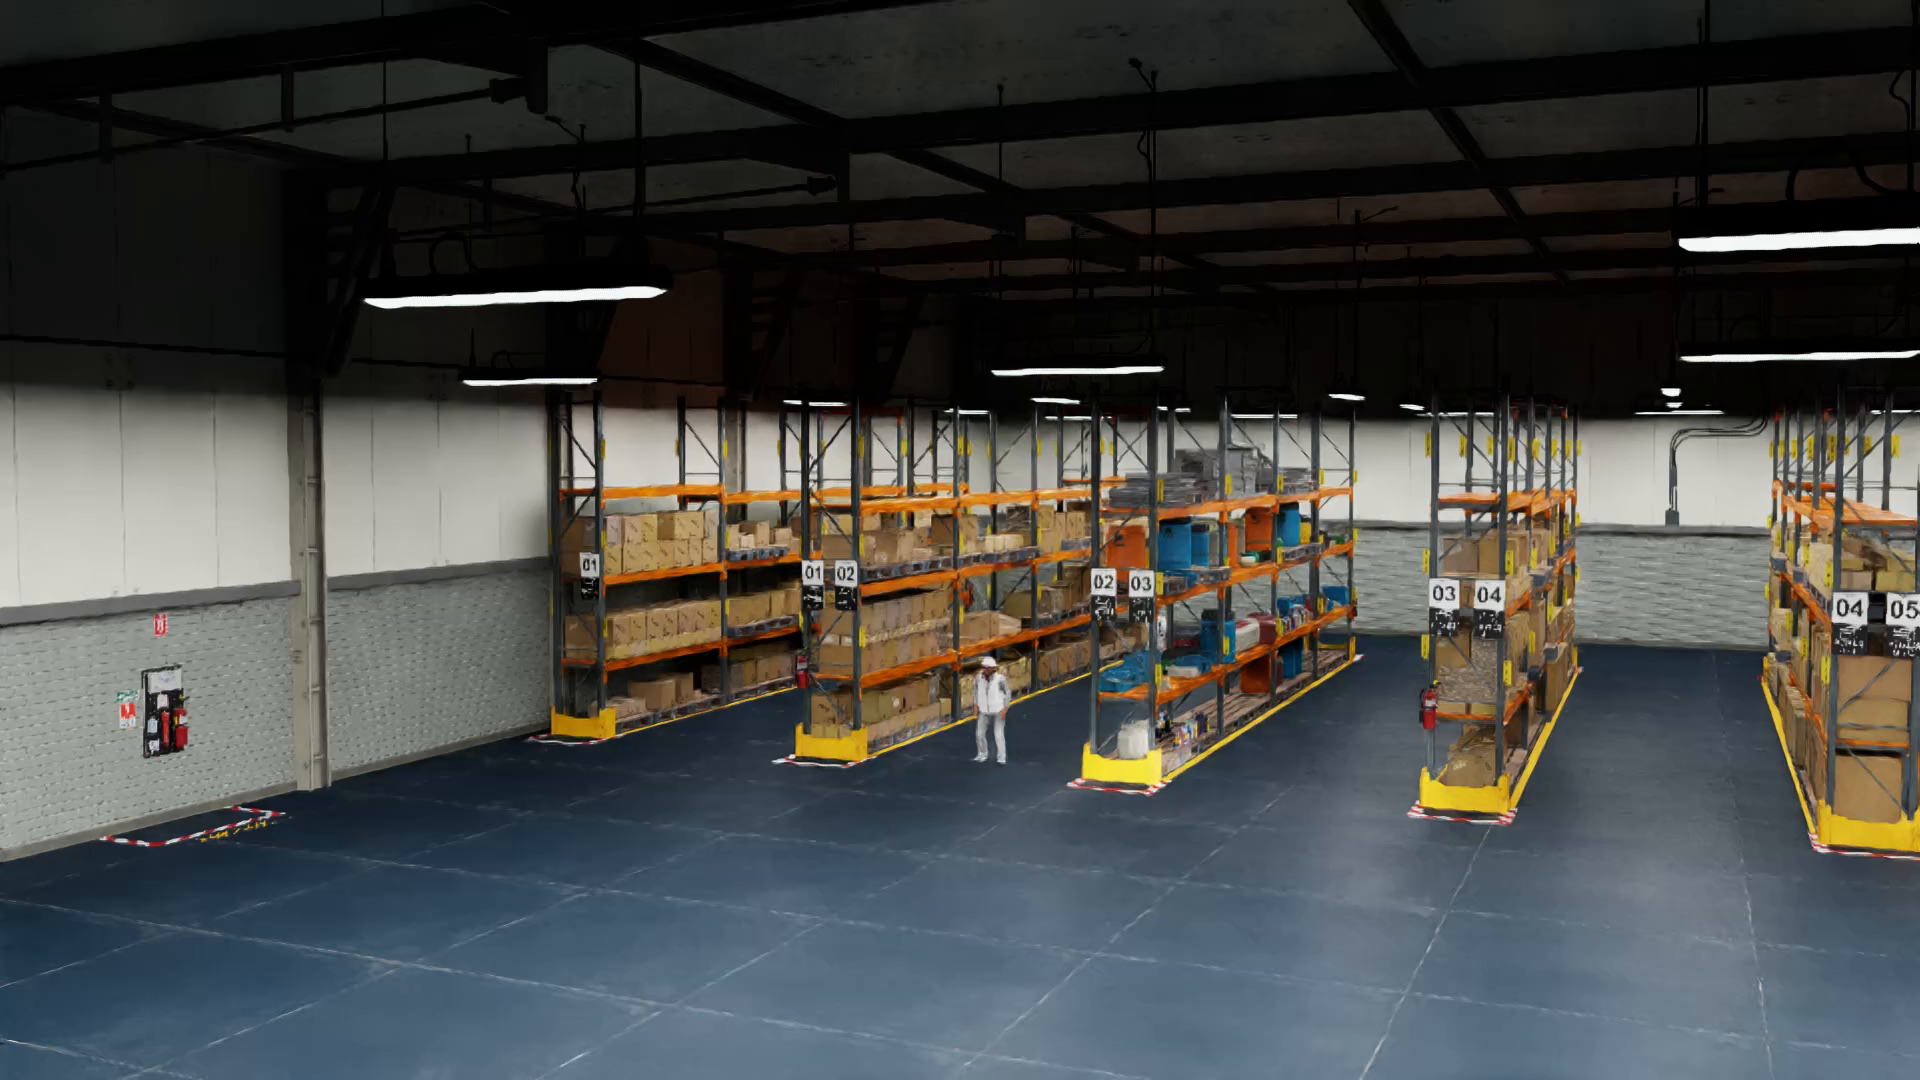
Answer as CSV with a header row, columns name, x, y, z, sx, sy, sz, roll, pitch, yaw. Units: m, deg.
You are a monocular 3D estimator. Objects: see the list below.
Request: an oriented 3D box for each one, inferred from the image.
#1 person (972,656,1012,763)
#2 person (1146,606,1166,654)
name,x,y,z,sx,sy,sz,roll,pitch,yaw
person,0.492,2.690,26.367,0.677,1.725,0.574,1,3,21
person,4.175,2.201,35.171,0.556,1.707,1.022,1,3,23
